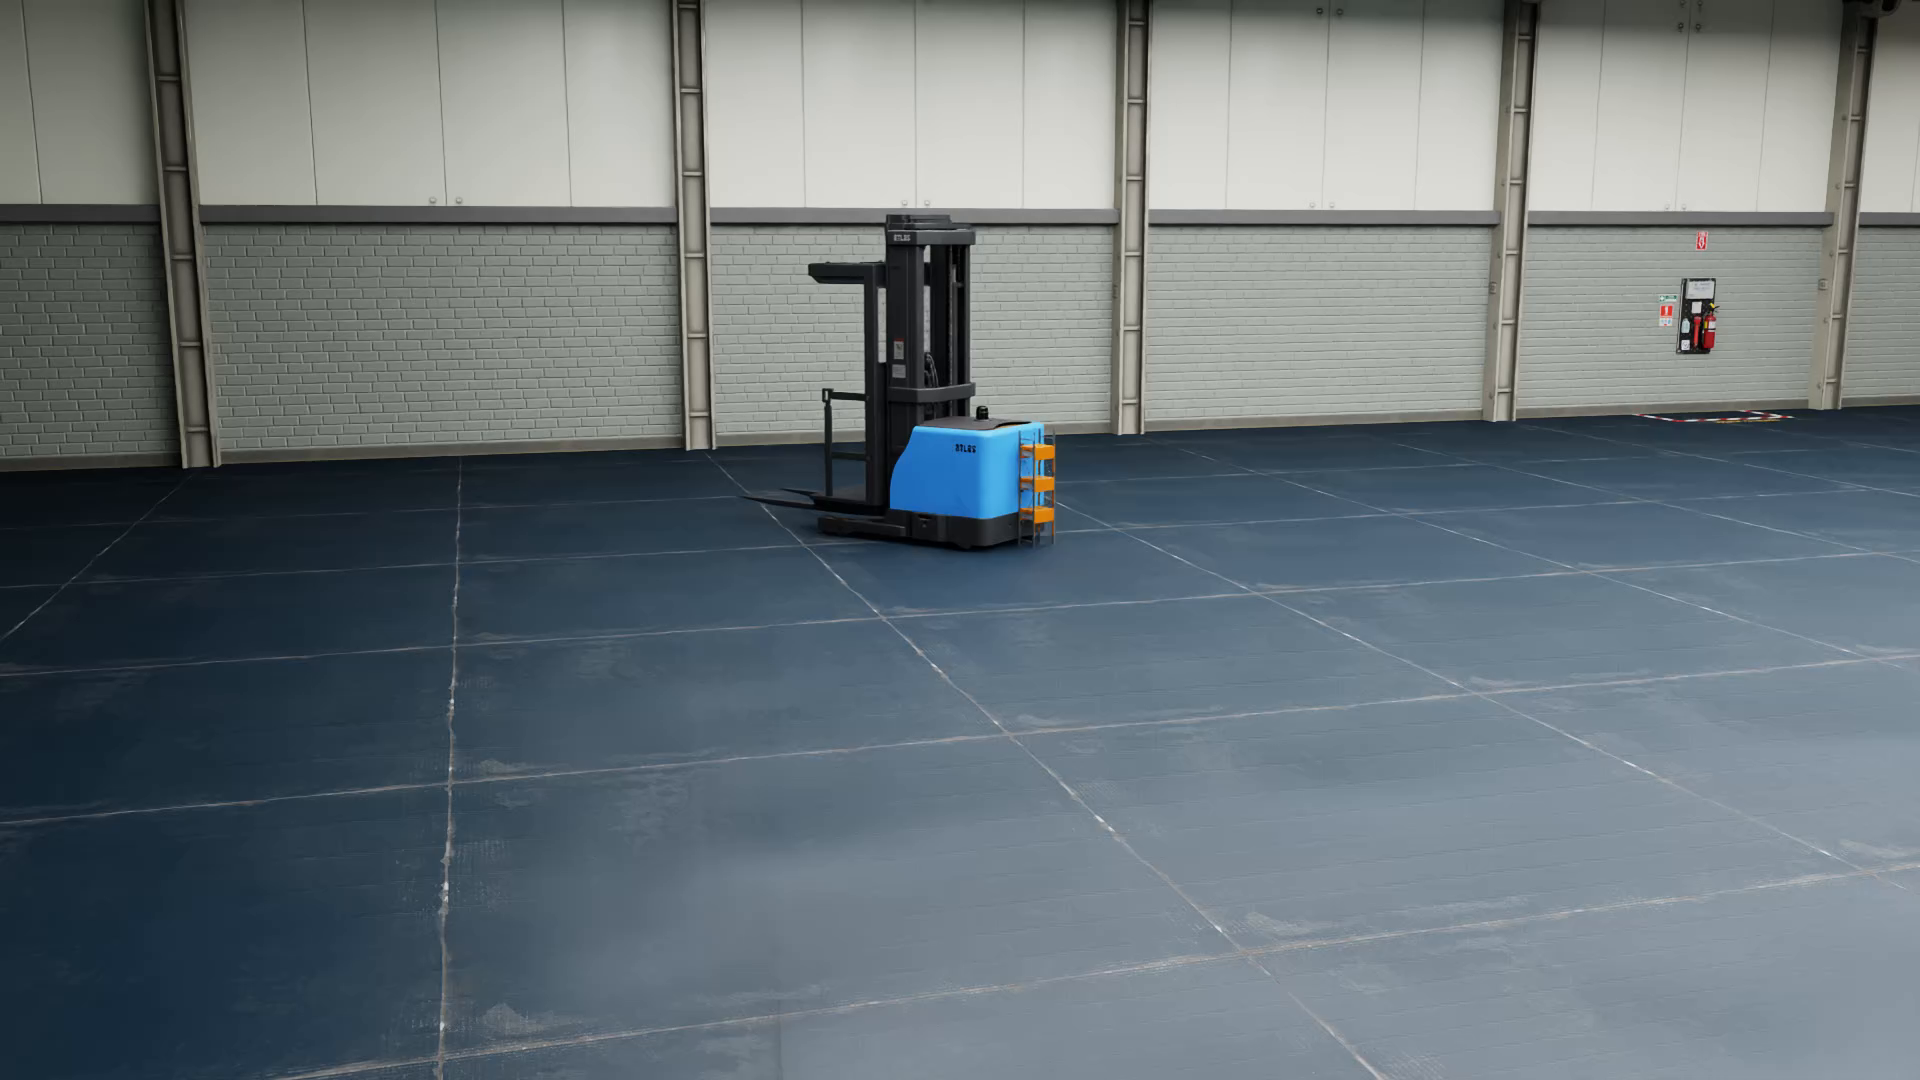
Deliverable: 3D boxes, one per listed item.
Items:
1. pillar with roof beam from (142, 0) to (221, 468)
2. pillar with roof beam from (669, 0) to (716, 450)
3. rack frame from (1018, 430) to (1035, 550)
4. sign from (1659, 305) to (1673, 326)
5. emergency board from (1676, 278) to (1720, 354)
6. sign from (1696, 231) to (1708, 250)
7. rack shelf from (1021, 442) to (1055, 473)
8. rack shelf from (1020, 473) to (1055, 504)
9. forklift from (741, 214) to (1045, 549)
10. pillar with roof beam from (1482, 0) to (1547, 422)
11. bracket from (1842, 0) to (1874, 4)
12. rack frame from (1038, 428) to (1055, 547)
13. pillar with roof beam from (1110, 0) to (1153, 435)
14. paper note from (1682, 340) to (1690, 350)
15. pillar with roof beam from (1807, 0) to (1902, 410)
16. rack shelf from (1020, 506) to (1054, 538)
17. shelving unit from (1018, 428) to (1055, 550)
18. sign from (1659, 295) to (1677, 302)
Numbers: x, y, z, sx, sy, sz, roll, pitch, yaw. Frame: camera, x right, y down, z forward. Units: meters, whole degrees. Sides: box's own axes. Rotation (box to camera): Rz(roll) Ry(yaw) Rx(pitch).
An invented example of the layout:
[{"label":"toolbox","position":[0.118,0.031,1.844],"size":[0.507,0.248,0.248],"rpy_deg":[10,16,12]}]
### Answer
[{"label":"pillar with roof beam","position":[-7.965,-4.573,15.235],"size":[0.400,9.000,9.100],"rpy_deg":[-3,11,-16]},{"label":"pillar with roof beam","position":[-2.205,-4.876,16.884],"size":[0.400,9.000,9.100],"rpy_deg":[-3,11,-16]},{"label":"rack frame","position":[0.591,-0.442,14.750],"size":[0.008,1.050,0.200],"rpy_deg":[-9,14,-41]},{"label":"sign","position":[10.932,-3.474,25.739],"size":[0.234,0.329,0.001],"rpy_deg":[-3,11,-16]},{"label":"emergency board","position":[11.491,-3.467,25.797],"size":[0.643,1.169,0.194],"rpy_deg":[-3,11,-16]},{"label":"sign","position":[11.456,-4.624,25.679],"size":[0.199,0.298,0.001],"rpy_deg":[-3,11,-16]},{"label":"rack shelf","position":[0.682,-0.725,14.780],"size":[0.240,0.259,0.215],"rpy_deg":[-9,14,-41]},{"label":"rack shelf","position":[0.682,-0.446,14.831],"size":[0.240,0.259,0.215],"rpy_deg":[-9,14,-41]},{"label":"forklift","position":[-0.720,-1.544,15.540],"size":[3.031,2.935,1.130],"rpy_deg":[7,13,34]},{"label":"pillar with roof beam","position":[9.317,-5.484,20.183],"size":[0.548,9.000,9.100],"rpy_deg":[-3,11,-16]},{"label":"bracket","position":[13.576,-8.223,25.122],"size":[0.430,0.232,0.235],"rpy_deg":[-3,11,-16]},{"label":"rack frame","position":[0.774,-0.471,14.909],"size":[0.008,1.050,0.200],"rpy_deg":[-9,14,-41]},{"label":"pillar with roof beam","position":[3.556,-5.180,18.534],"size":[0.400,9.000,9.100],"rpy_deg":[-3,11,-16]},{"label":"paper note","position":[11.302,-3.037,25.894],"size":[0.142,0.148,0.016],"rpy_deg":[-3,11,-16]},{"label":"pillar with roof beam","position":[15.078,-5.787,21.832],"size":[0.548,9.000,9.100],"rpy_deg":[-3,11,-16]},{"label":"rack shelf","position":[0.682,-0.173,14.882],"size":[0.240,0.259,0.215],"rpy_deg":[-9,14,-41]},{"label":"shelving unit","position":[0.682,-0.456,14.829],"size":[0.252,1.050,0.215],"rpy_deg":[-9,14,-41]},{"label":"sign","position":[10.939,-3.734,25.684],"size":[0.331,0.109,0.001],"rpy_deg":[-3,11,-16]}]
